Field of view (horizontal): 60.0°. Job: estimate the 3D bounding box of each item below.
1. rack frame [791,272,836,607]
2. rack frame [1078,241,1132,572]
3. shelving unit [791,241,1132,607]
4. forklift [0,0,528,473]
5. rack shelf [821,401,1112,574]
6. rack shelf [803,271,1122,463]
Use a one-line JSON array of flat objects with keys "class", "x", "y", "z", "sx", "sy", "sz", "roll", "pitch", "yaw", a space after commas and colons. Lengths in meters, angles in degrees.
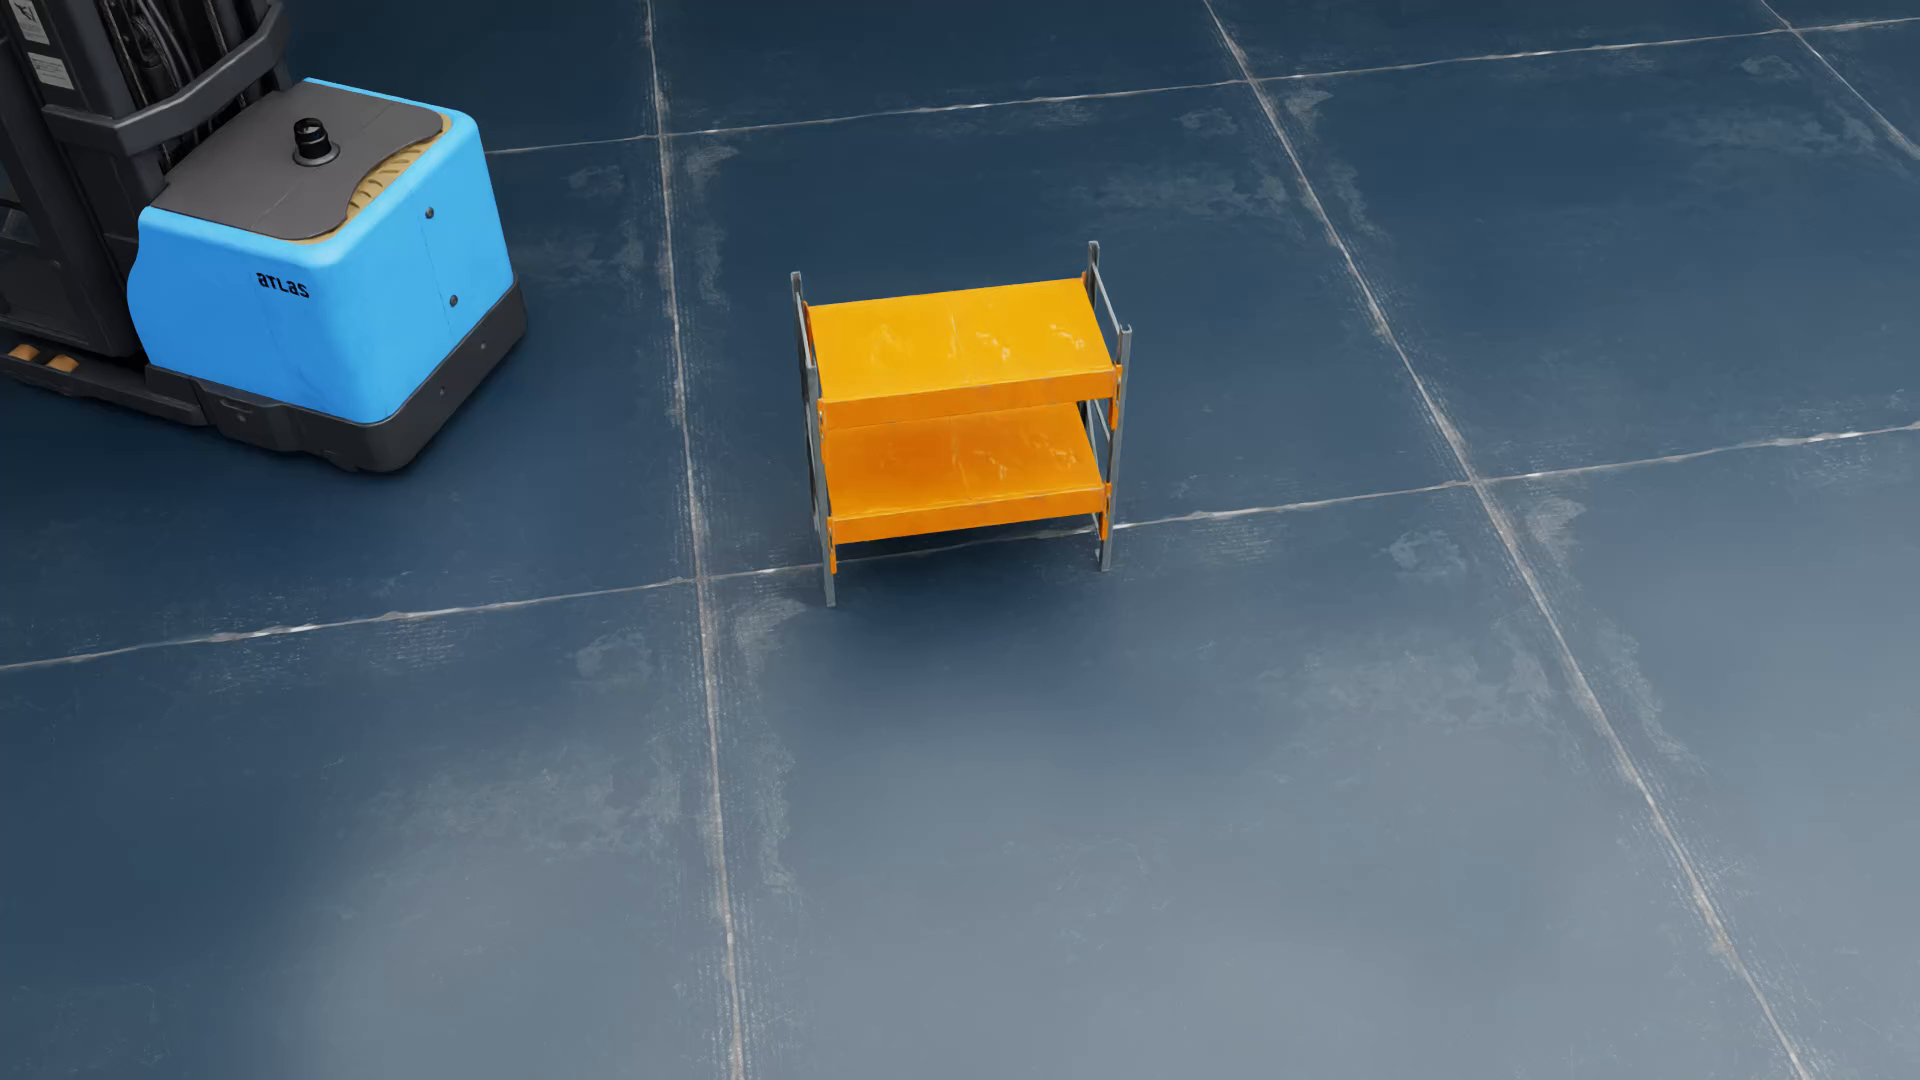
[{"class": "rack frame", "x": -0.508, "y": -0.327, "z": 5.784, "sx": 0.032, "sy": 1.125, "sz": 0.500, "roll": -7, "pitch": 46, "yaw": -7}, {"class": "rack frame", "x": 0.494, "y": -0.452, "z": 5.904, "sx": 0.032, "sy": 1.125, "sz": 0.500, "roll": -7, "pitch": 46, "yaw": -7}, {"class": "shelving unit", "x": -0.007, "y": -0.389, "z": 5.844, "sx": 1.048, "sy": 1.125, "sz": 0.538, "roll": -7, "pitch": 46, "yaw": -7}, {"class": "forklift", "x": -3.393, "y": -1.946, "z": 6.090, "sx": 3.031, "sy": 2.935, "sz": 1.130, "roll": 15, "pitch": 48, "yaw": 14}, {"class": "rack shelf", "x": -0.007, "y": -0.220, "z": 6.020, "sx": 1.000, "sy": 0.278, "sz": 0.538, "roll": -7, "pitch": 46, "yaw": -7}, {"class": "rack shelf", "x": -0.007, "y": -0.593, "z": 5.633, "sx": 1.000, "sy": 0.278, "sz": 0.538, "roll": -7, "pitch": 46, "yaw": -7}]
